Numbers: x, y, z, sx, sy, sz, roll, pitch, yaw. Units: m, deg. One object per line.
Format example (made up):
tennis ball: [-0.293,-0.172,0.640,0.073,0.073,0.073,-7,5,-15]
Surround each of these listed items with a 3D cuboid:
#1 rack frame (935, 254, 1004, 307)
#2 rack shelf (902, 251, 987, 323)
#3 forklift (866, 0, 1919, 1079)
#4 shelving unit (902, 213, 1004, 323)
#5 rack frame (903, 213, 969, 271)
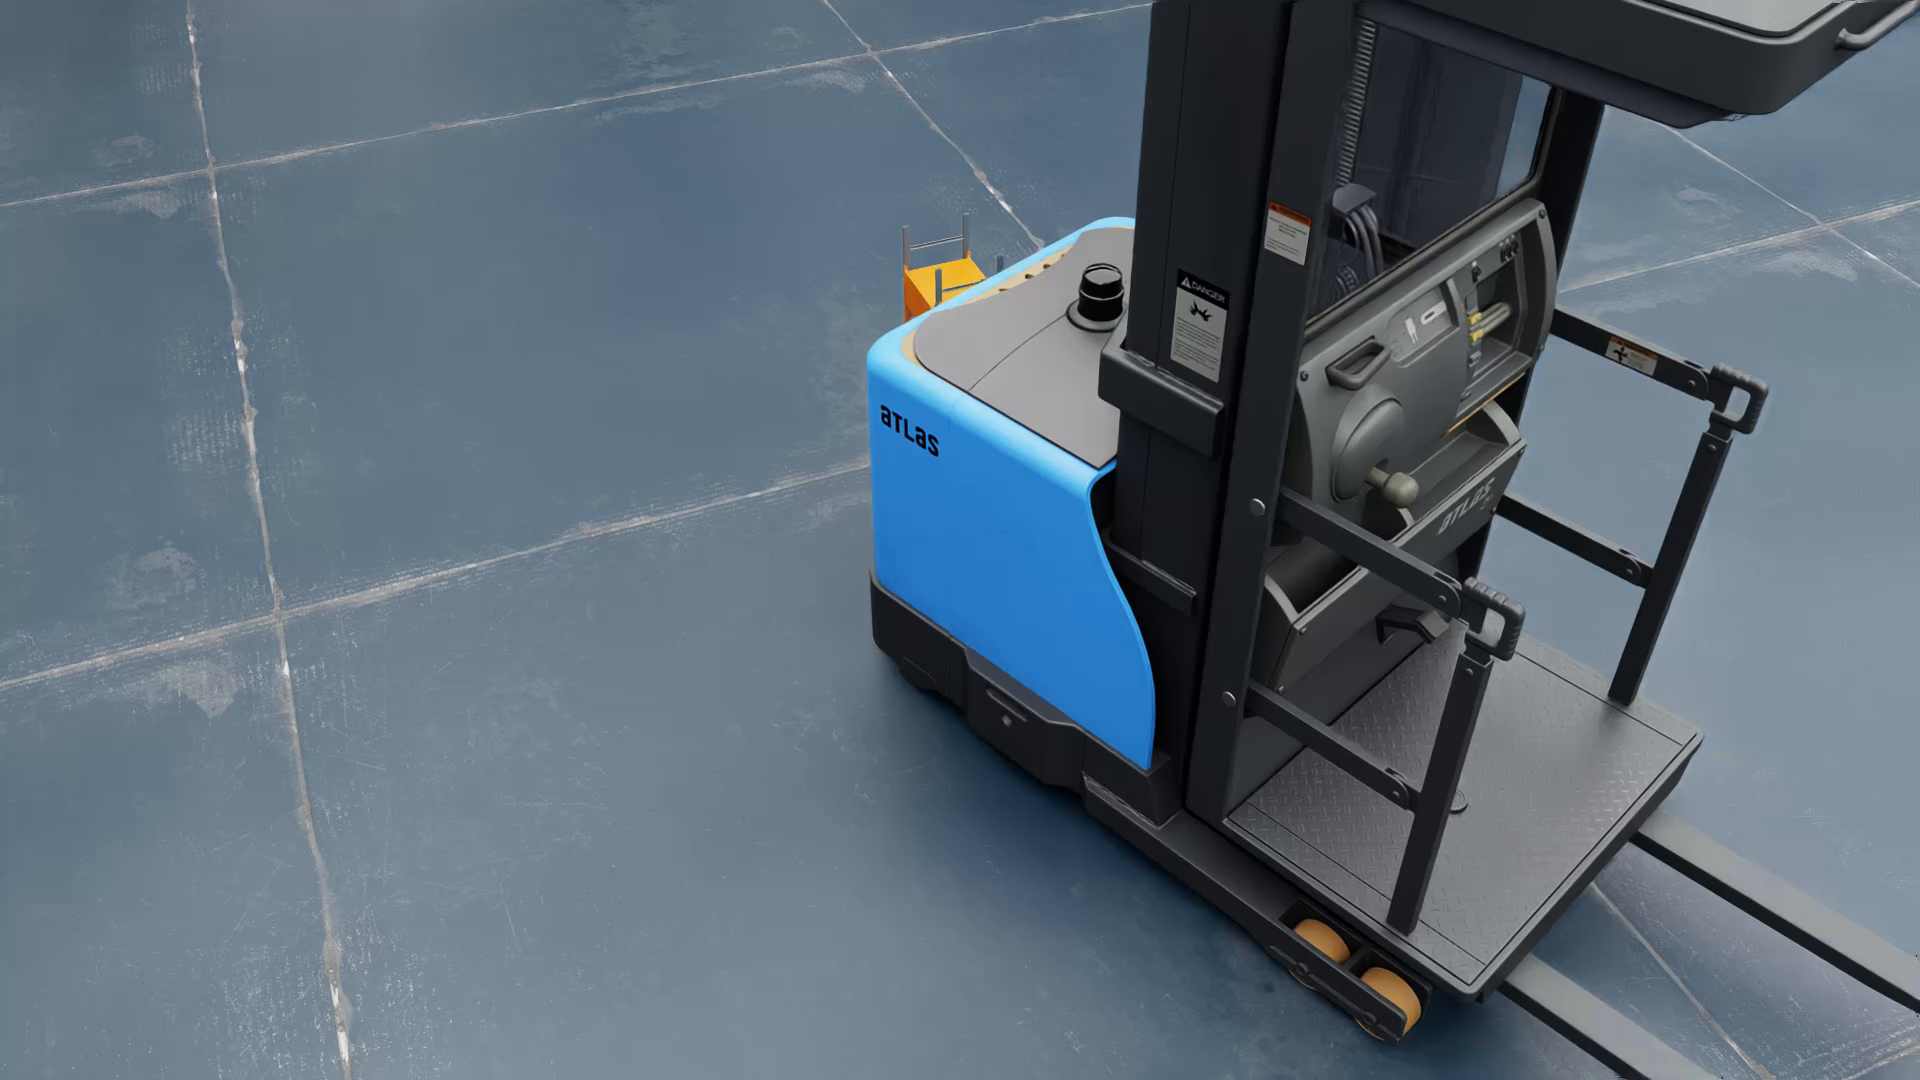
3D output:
rack frame: [0.026,-0.357,4.860,0.200,1.050,0.008,-15,43,-17]
rack shelf: [-0.020,-0.637,4.767,0.215,0.259,0.240,-15,43,-17]
forklift: [1.143,-0.330,3.386,1.130,2.935,3.031,-33,51,-32]
shelving unit: [-0.020,-0.430,4.945,0.215,1.050,0.252,-15,43,-17]
rack frame: [-0.067,-0.504,5.031,0.200,1.050,0.008,-15,43,-17]
